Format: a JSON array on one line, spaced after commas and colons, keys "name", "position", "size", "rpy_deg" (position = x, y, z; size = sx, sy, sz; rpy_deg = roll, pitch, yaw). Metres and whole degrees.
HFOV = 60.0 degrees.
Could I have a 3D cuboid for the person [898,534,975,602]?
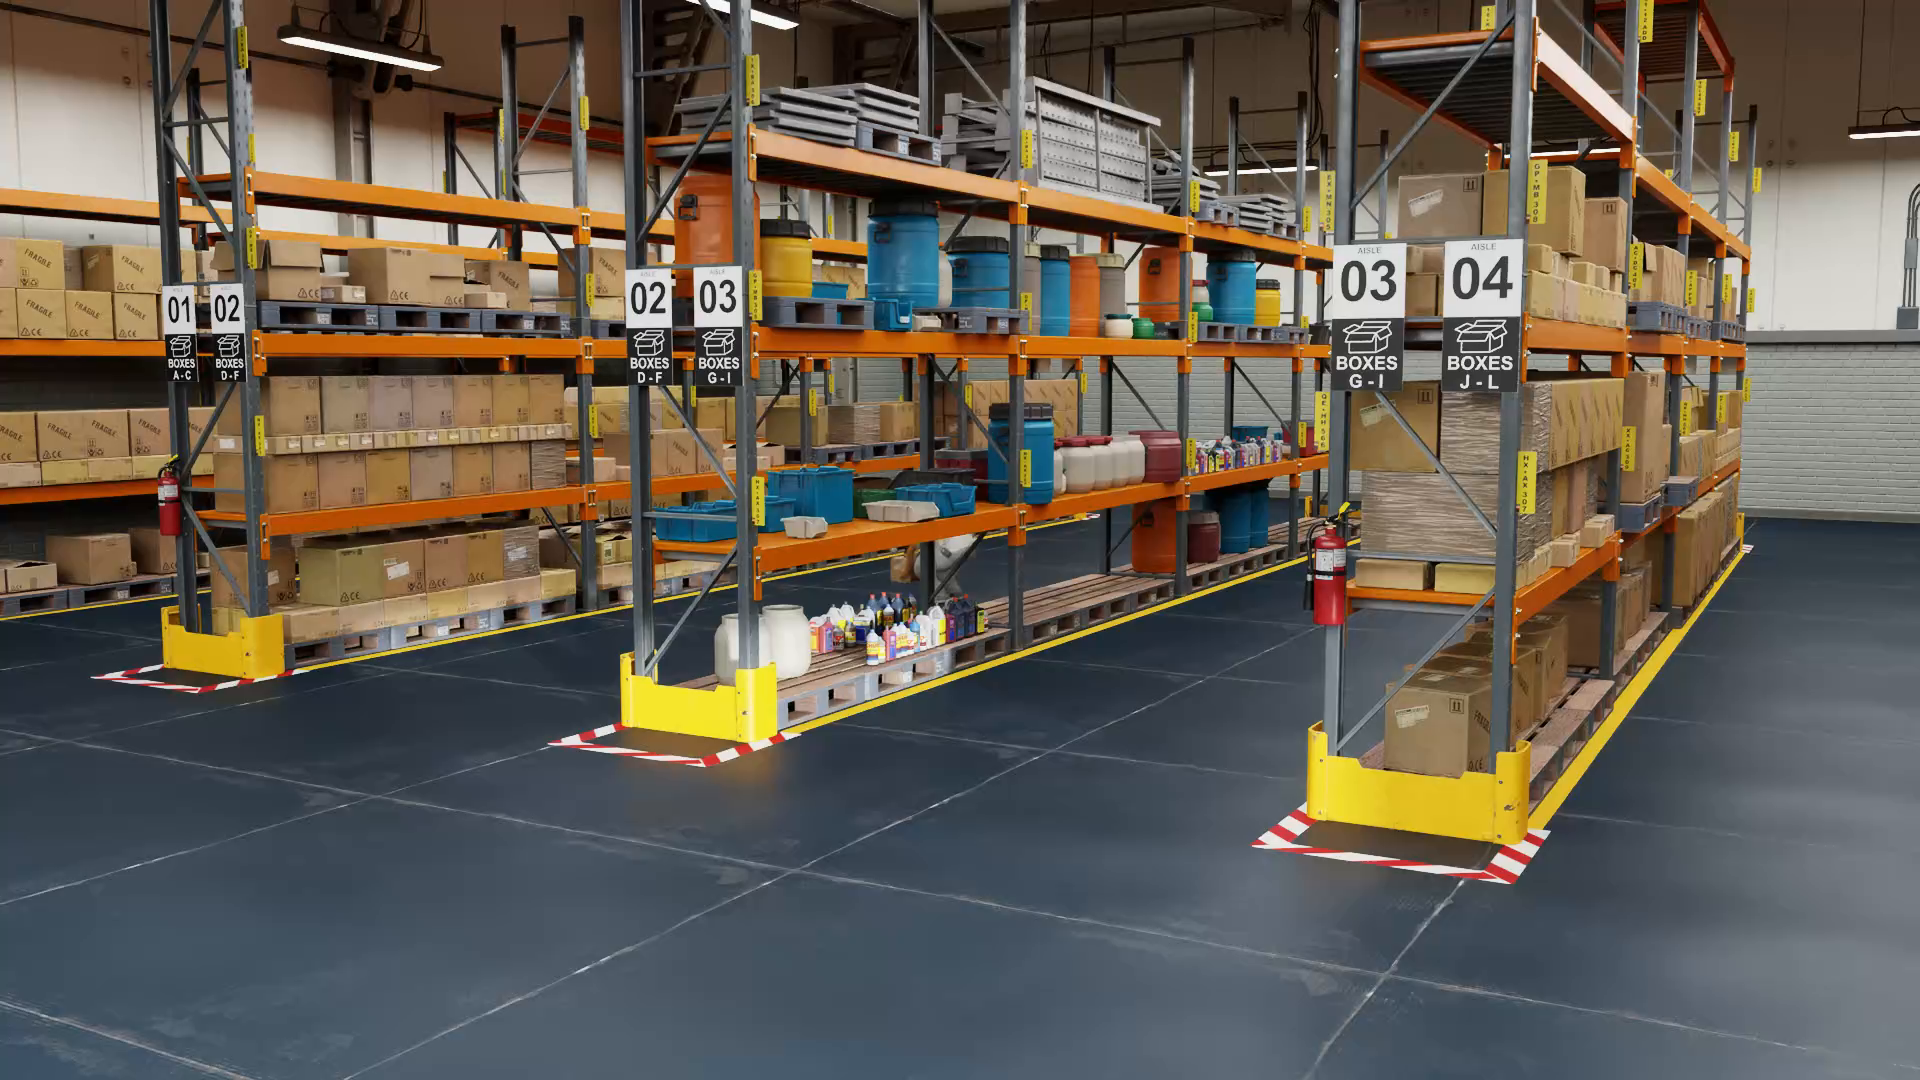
[{"name": "person", "position": [-0.254, 0.149, 17.946], "size": [0.834, 1.041, 0.532], "rpy_deg": [3, 7, 28]}]
